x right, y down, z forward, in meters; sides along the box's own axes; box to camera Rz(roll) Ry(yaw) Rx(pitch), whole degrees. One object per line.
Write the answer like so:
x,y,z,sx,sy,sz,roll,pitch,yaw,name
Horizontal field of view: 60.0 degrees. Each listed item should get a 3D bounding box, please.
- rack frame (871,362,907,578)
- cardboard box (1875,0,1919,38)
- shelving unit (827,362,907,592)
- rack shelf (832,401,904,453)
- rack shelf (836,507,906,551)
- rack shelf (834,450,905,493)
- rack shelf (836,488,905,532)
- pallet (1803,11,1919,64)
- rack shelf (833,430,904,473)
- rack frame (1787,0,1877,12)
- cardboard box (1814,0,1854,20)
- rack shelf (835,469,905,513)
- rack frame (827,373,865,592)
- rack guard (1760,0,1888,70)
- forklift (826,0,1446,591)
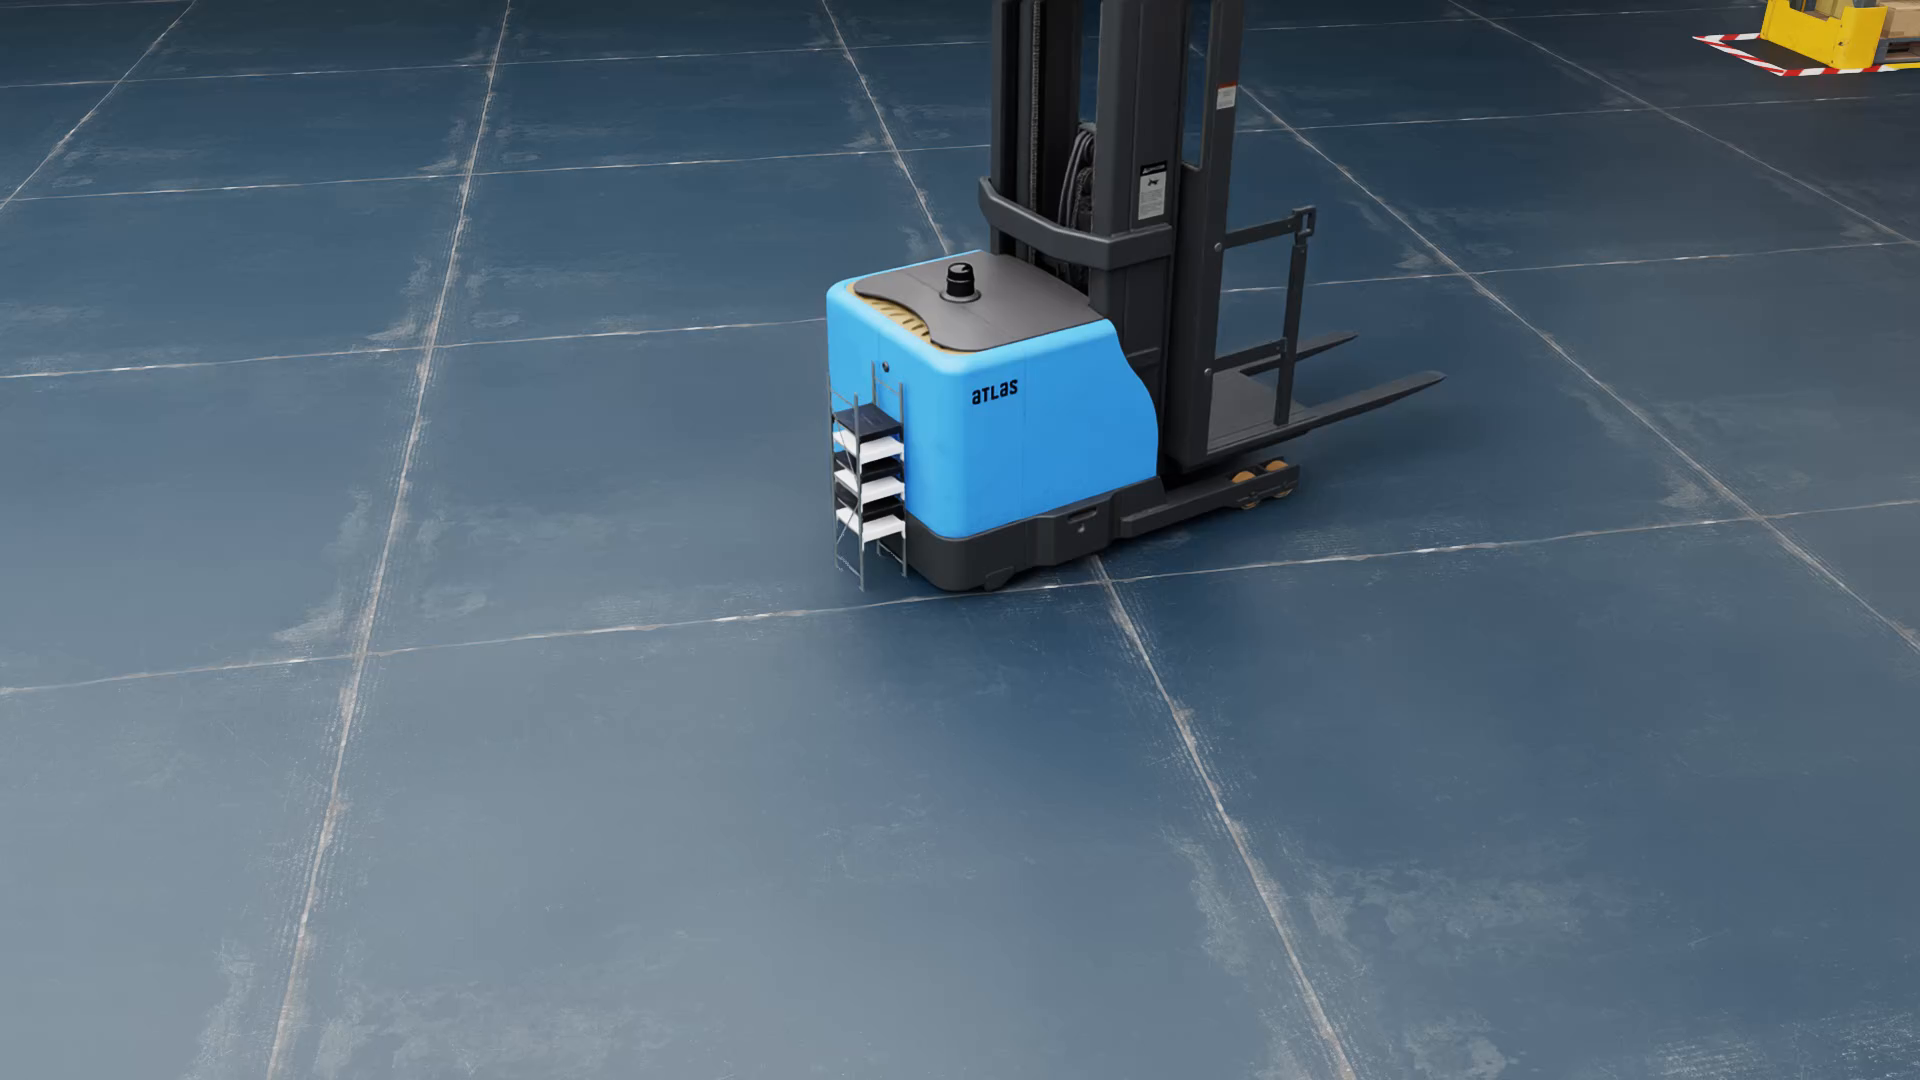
-0.291,-0.279,6.836,0.006,0.900,0.240,-18,35,-28,rack frame
8.031,-4.485,14.217,0.500,0.250,0.500,-5,31,-9,cardboard box
-0.376,-0.251,6.789,0.210,0.900,0.258,-18,35,-28,shelving unit
-0.376,-0.455,6.669,0.200,0.077,0.258,-18,35,-28,rack shelf
-0.376,-0.067,6.897,0.200,0.077,0.258,-18,35,-28,rack shelf
-0.376,-0.300,6.760,0.200,0.077,0.258,-18,35,-28,rack shelf
-0.376,-0.144,6.851,0.200,0.077,0.258,-18,35,-28,rack shelf
8.208,-4.440,14.593,1.213,0.211,1.003,-5,31,-9,pallet
-0.376,-0.377,6.714,0.200,0.077,0.258,-18,35,-28,rack shelf
7.463,-5.551,13.732,0.127,3.000,1.000,-5,31,-9,rack frame
7.938,-4.743,14.656,0.500,0.250,0.500,-5,31,-9,cardboard box
-0.376,-0.222,6.806,0.200,0.077,0.258,-18,35,-28,rack shelf
-0.462,-0.223,6.741,0.006,0.900,0.240,-18,35,-28,rack frame
7.440,-4.472,14.362,0.348,0.500,1.175,-5,31,-9,rack guard
0.943,-1.610,7.097,3.031,2.935,1.130,-18,35,-28,forklift
